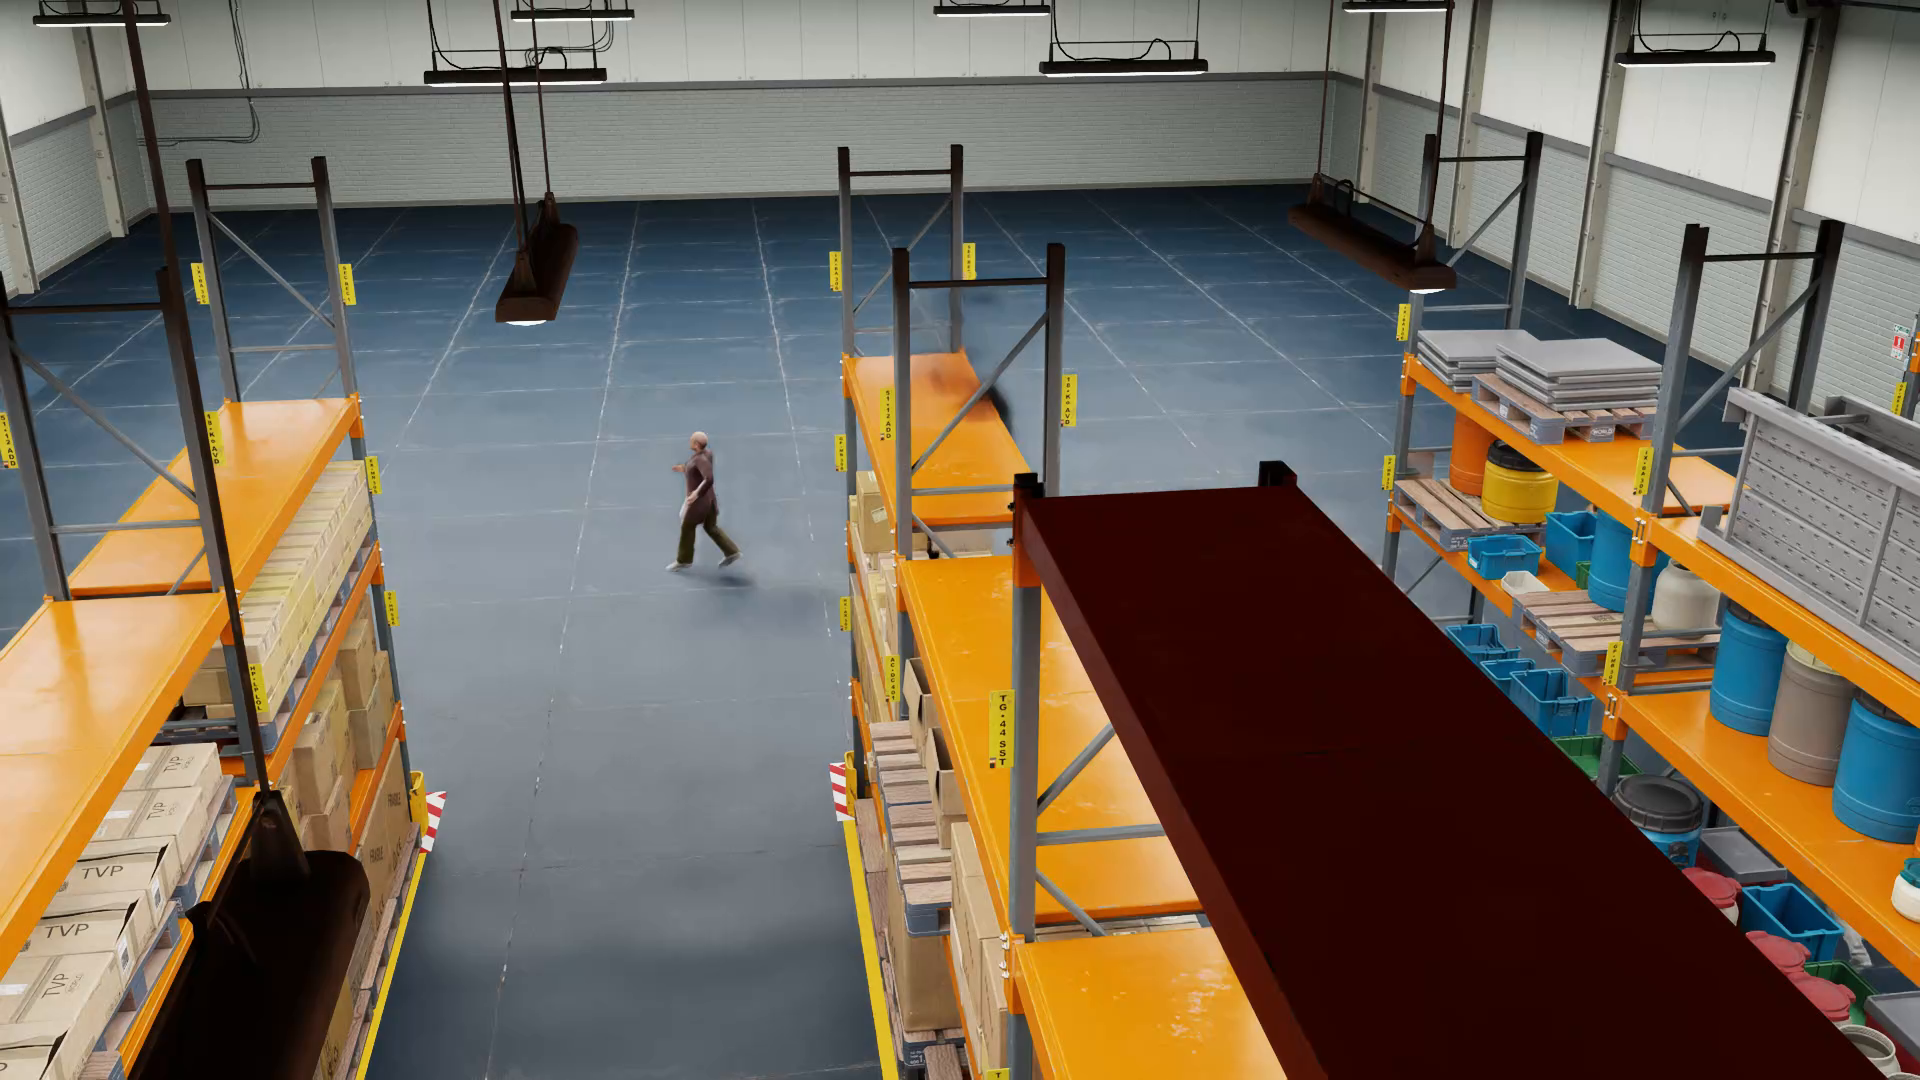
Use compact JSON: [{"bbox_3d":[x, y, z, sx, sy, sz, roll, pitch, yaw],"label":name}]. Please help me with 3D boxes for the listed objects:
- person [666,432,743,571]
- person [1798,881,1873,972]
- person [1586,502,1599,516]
[{"bbox_3d":[-3.157,-0.461,20.318,0.981,1.804,0.698,6,22,14],"label":"person"},{"bbox_3d":[6.735,2.534,12.855,0.617,1.667,0.958,-7,23,-16],"label":"person"},{"bbox_3d":[7.095,0.342,18.509,0.954,1.696,0.583,8,23,19],"label":"person"}]
